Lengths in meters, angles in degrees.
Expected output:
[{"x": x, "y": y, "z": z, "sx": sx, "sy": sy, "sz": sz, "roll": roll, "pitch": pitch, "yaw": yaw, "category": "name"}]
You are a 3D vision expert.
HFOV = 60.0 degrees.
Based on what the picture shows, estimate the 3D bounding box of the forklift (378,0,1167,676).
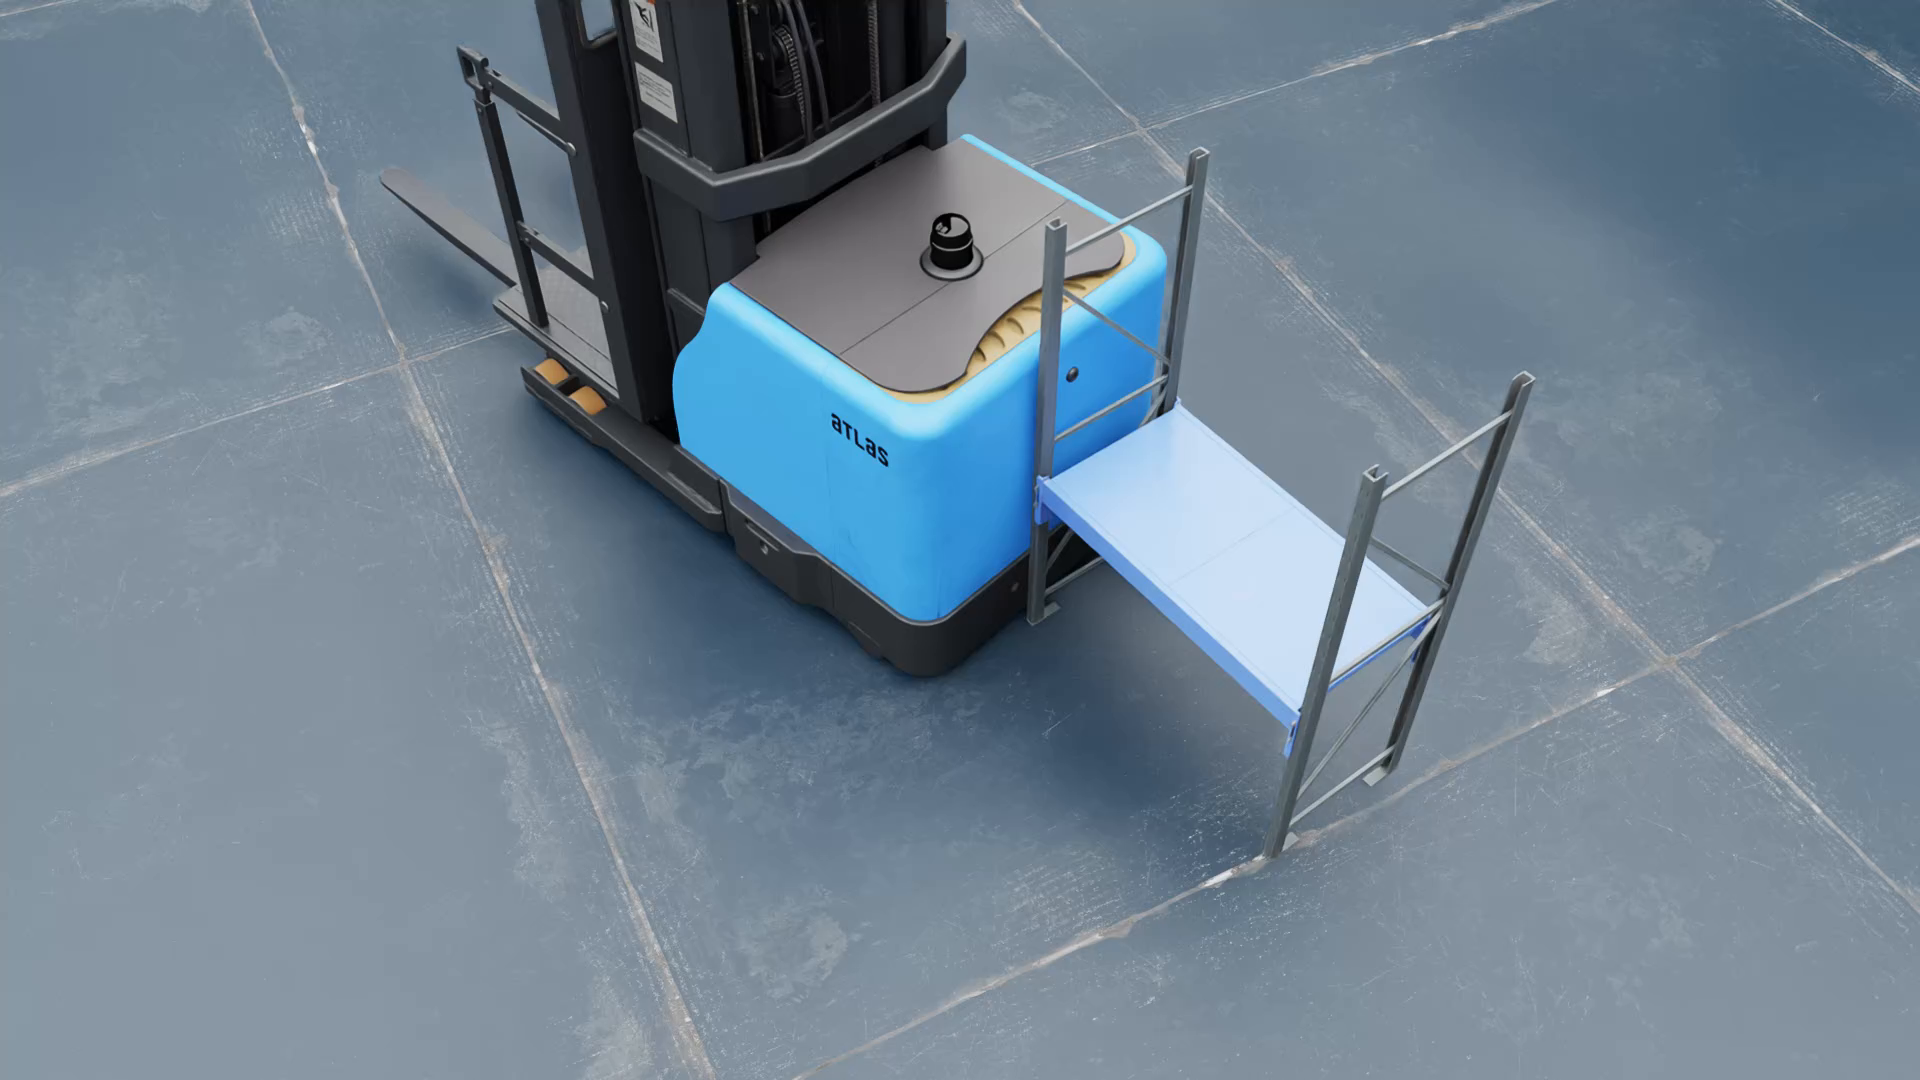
[{"x": -0.827, "y": -1.563, "z": 4.670, "sx": 3.031, "sy": 2.935, "sz": 1.130, "roll": 36, "pitch": 58, "yaw": 27, "category": "forklift"}]

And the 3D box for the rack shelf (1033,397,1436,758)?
[{"x": 0.717, "y": 0.067, "z": 4.434, "sx": 0.538, "sy": 0.185, "sz": 1.000, "roll": -30, "pitch": 55, "yaw": -24, "category": "rack shelf"}]

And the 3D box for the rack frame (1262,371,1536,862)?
[{"x": 1.026, "y": 0.253, "z": 4.032, "sx": 0.500, "sy": 1.500, "sz": 0.032, "roll": -30, "pitch": 55, "yaw": -24, "category": "rack frame"}]

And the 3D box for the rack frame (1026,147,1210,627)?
[{"x": 0.408, "y": -0.355, "z": 4.564, "sx": 0.500, "sy": 1.500, "sz": 0.032, "roll": -30, "pitch": 55, "yaw": -24, "category": "rack frame"}]

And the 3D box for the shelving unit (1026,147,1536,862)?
[{"x": 0.717, "y": -0.051, "z": 4.298, "sx": 0.538, "sy": 1.500, "sz": 1.048, "roll": -30, "pitch": 55, "yaw": -24, "category": "shelving unit"}]
